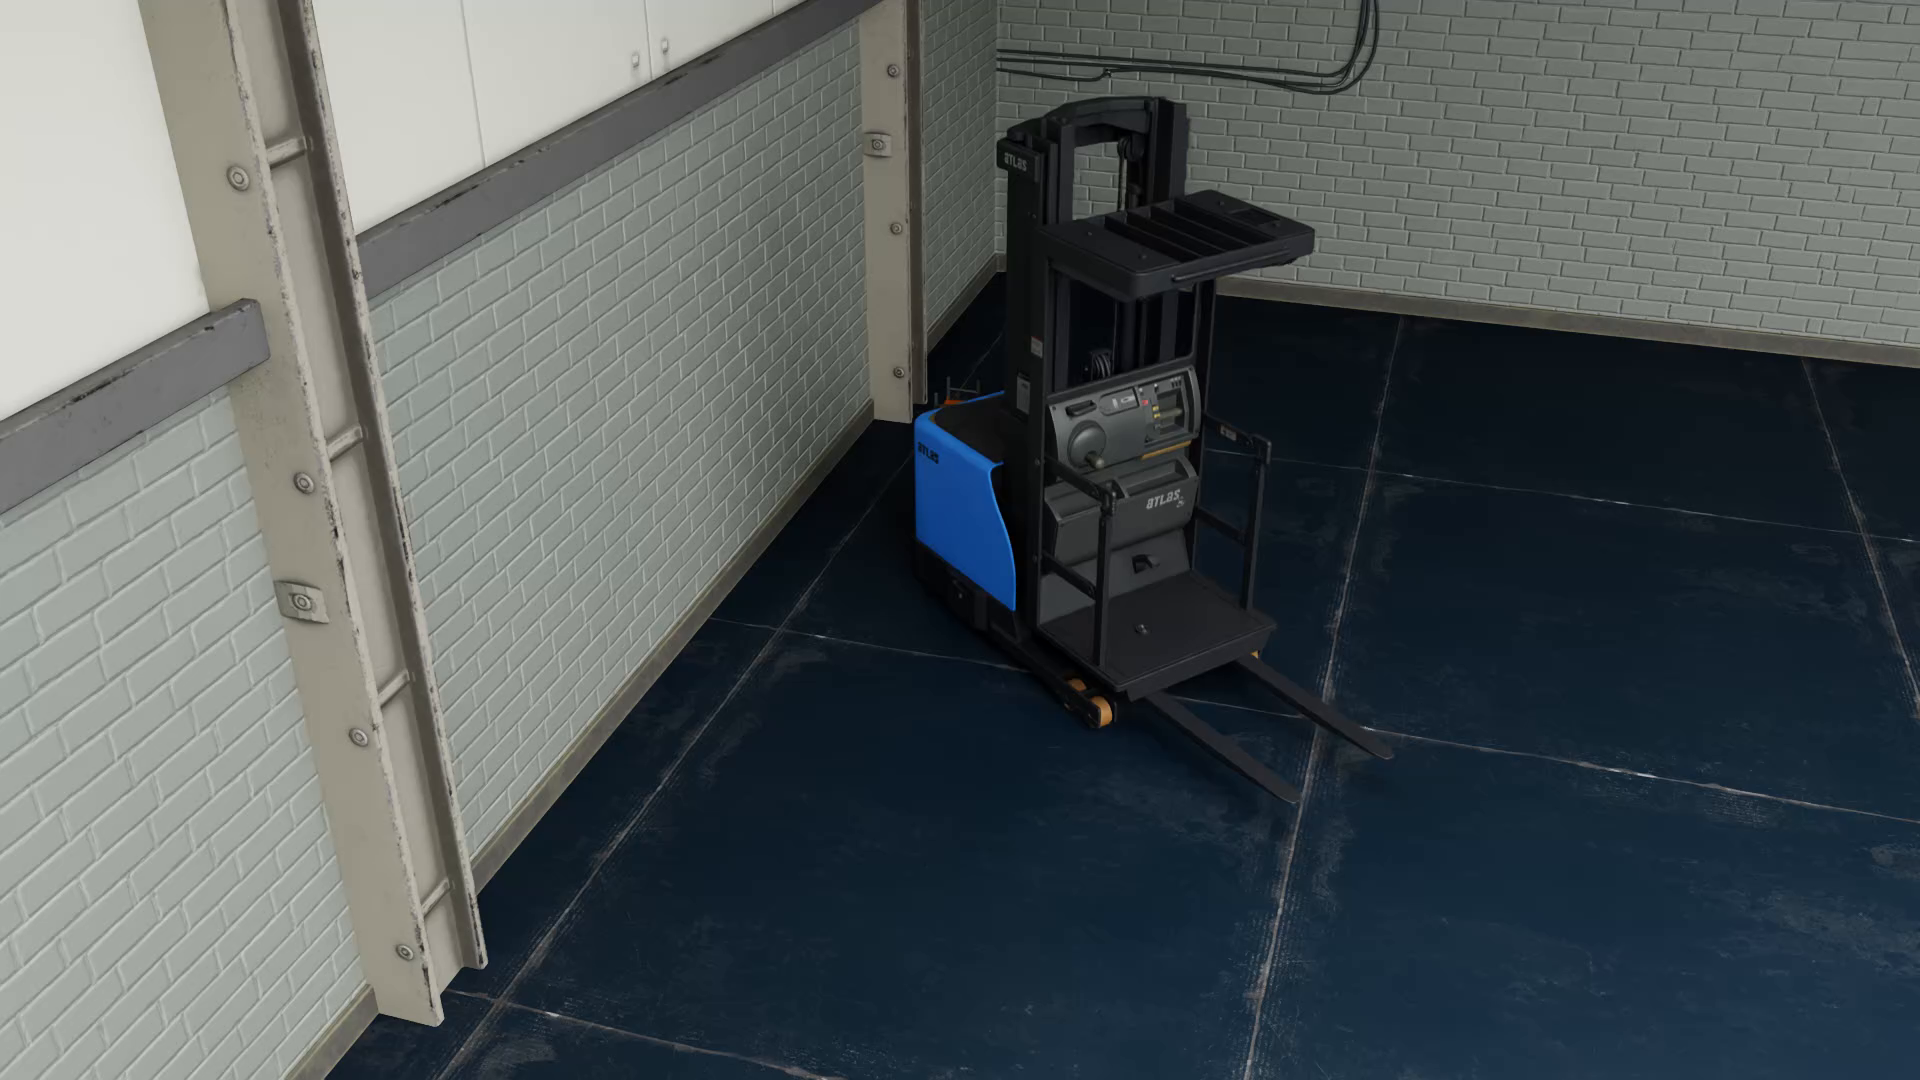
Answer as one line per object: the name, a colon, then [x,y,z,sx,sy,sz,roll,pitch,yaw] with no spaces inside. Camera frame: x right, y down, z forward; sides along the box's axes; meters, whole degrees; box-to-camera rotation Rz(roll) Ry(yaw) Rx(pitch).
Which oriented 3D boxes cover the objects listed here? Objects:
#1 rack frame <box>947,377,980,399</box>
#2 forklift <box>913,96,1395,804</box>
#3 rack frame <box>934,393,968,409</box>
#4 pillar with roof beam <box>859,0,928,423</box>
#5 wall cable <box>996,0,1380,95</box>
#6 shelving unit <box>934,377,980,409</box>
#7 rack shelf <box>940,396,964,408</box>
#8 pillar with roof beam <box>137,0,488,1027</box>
rack frame: [0.020,-0.491,10.052,0.200,1.050,0.008,8,30,15]
forklift: [0.962,-0.579,8.276,1.130,2.935,3.031,-18,34,-29]
rack frame: [-0.052,-0.377,9.848,0.200,1.050,0.008,8,30,15]
pillar with roof beam: [3.677,-4.254,8.640,9.100,9.000,0.400,8,30,15]
wall cable: [1.691,-4.691,12.621,3.097,2.526,0.112,8,30,15]
shelving unit: [-0.016,-0.434,9.950,0.215,1.050,0.252,8,30,15]
rack shelf: [-0.016,-0.673,9.817,0.215,0.259,0.240,8,30,15]
pillar with roof beam: [1.916,-1.465,3.628,9.100,9.000,0.400,8,30,15]
